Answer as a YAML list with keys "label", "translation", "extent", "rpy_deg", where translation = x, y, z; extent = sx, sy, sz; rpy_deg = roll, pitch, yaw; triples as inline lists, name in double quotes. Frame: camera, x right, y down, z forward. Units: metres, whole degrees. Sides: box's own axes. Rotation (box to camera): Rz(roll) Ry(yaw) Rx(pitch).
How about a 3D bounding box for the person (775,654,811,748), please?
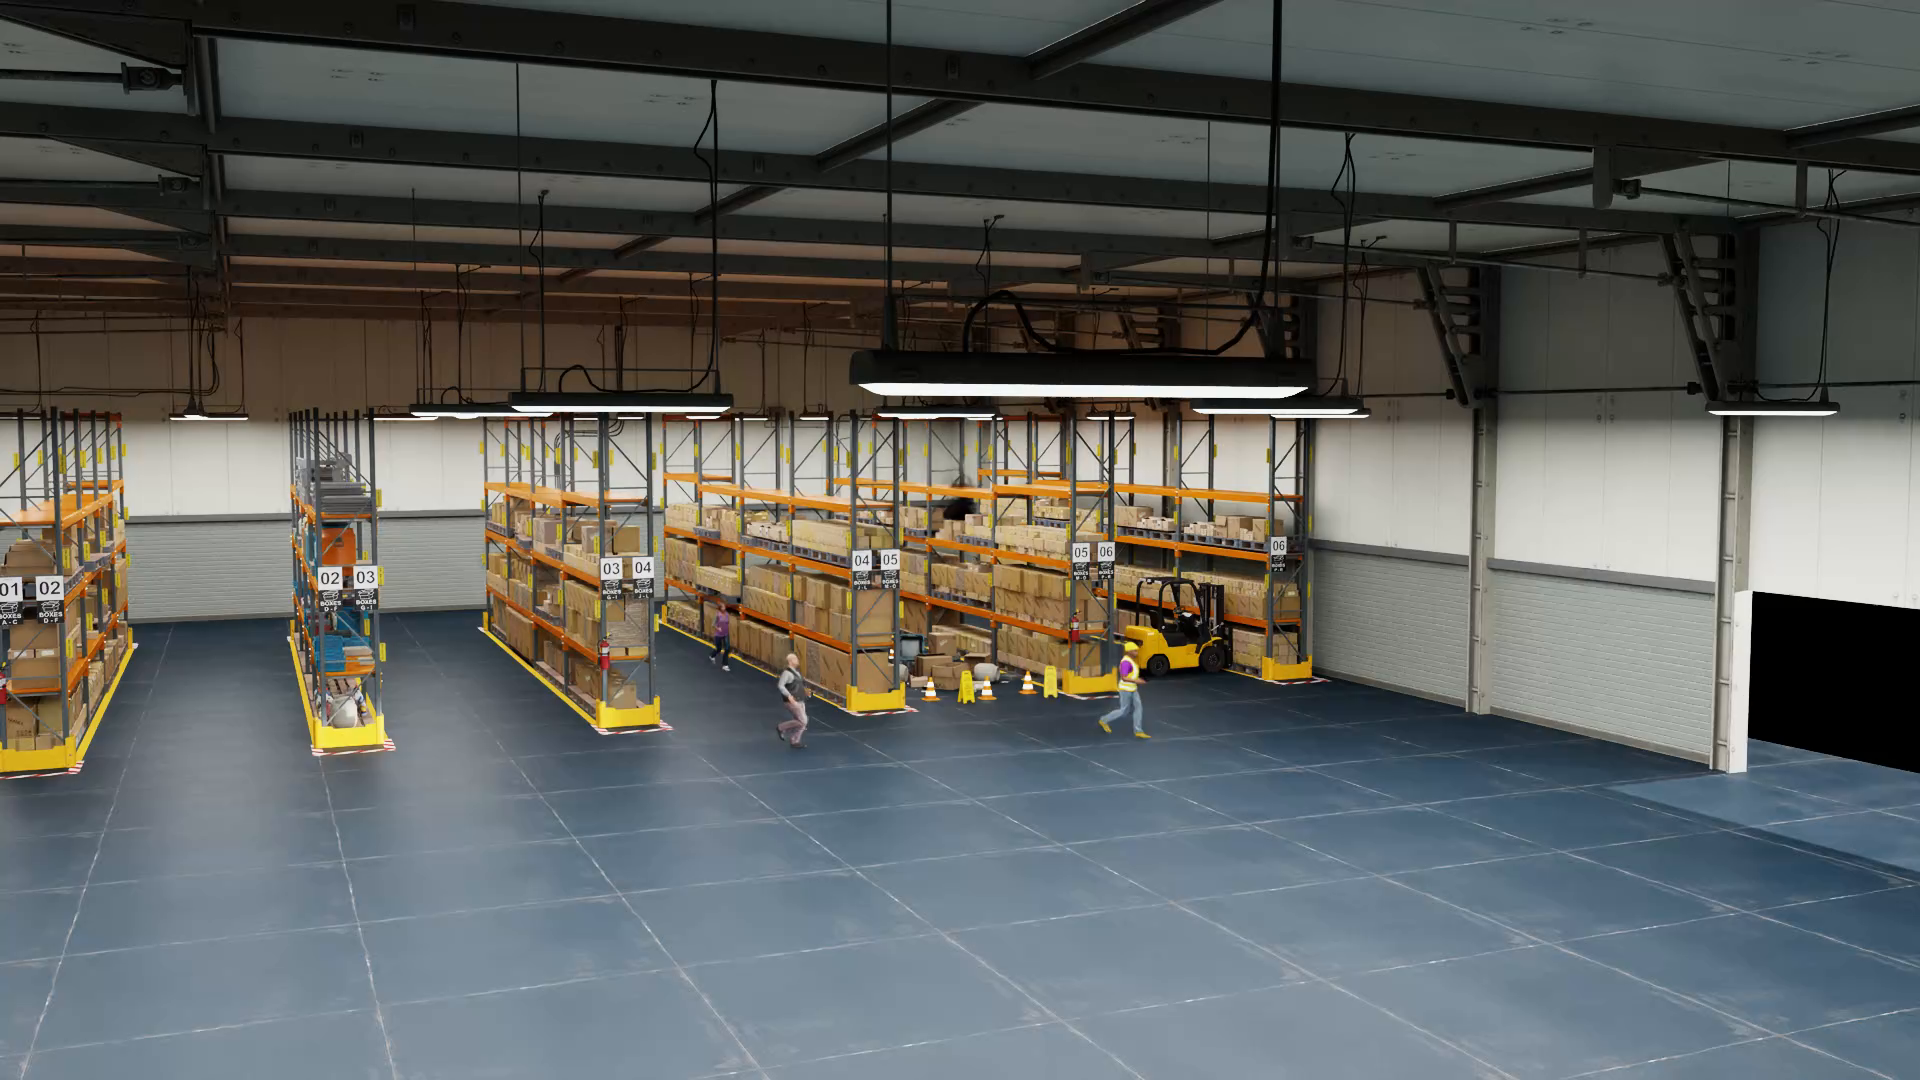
- label: "person"
  translation: [-2.941, 2.842, 29.333]
  extent: [0.573, 1.676, 0.673]
  rpy_deg: [1, 4, 15]

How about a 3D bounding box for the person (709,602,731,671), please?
- label: "person"
  translation: [-5.576, 2.224, 38.714]
  extent: [0.525, 1.582, 0.822]
  rpy_deg: [-3, 5, -34]

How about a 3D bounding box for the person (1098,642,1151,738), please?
- label: "person"
  translation: [3.004, 2.725, 30.202]
  extent: [0.951, 1.755, 0.682]
  rpy_deg: [1, 4, 20]
